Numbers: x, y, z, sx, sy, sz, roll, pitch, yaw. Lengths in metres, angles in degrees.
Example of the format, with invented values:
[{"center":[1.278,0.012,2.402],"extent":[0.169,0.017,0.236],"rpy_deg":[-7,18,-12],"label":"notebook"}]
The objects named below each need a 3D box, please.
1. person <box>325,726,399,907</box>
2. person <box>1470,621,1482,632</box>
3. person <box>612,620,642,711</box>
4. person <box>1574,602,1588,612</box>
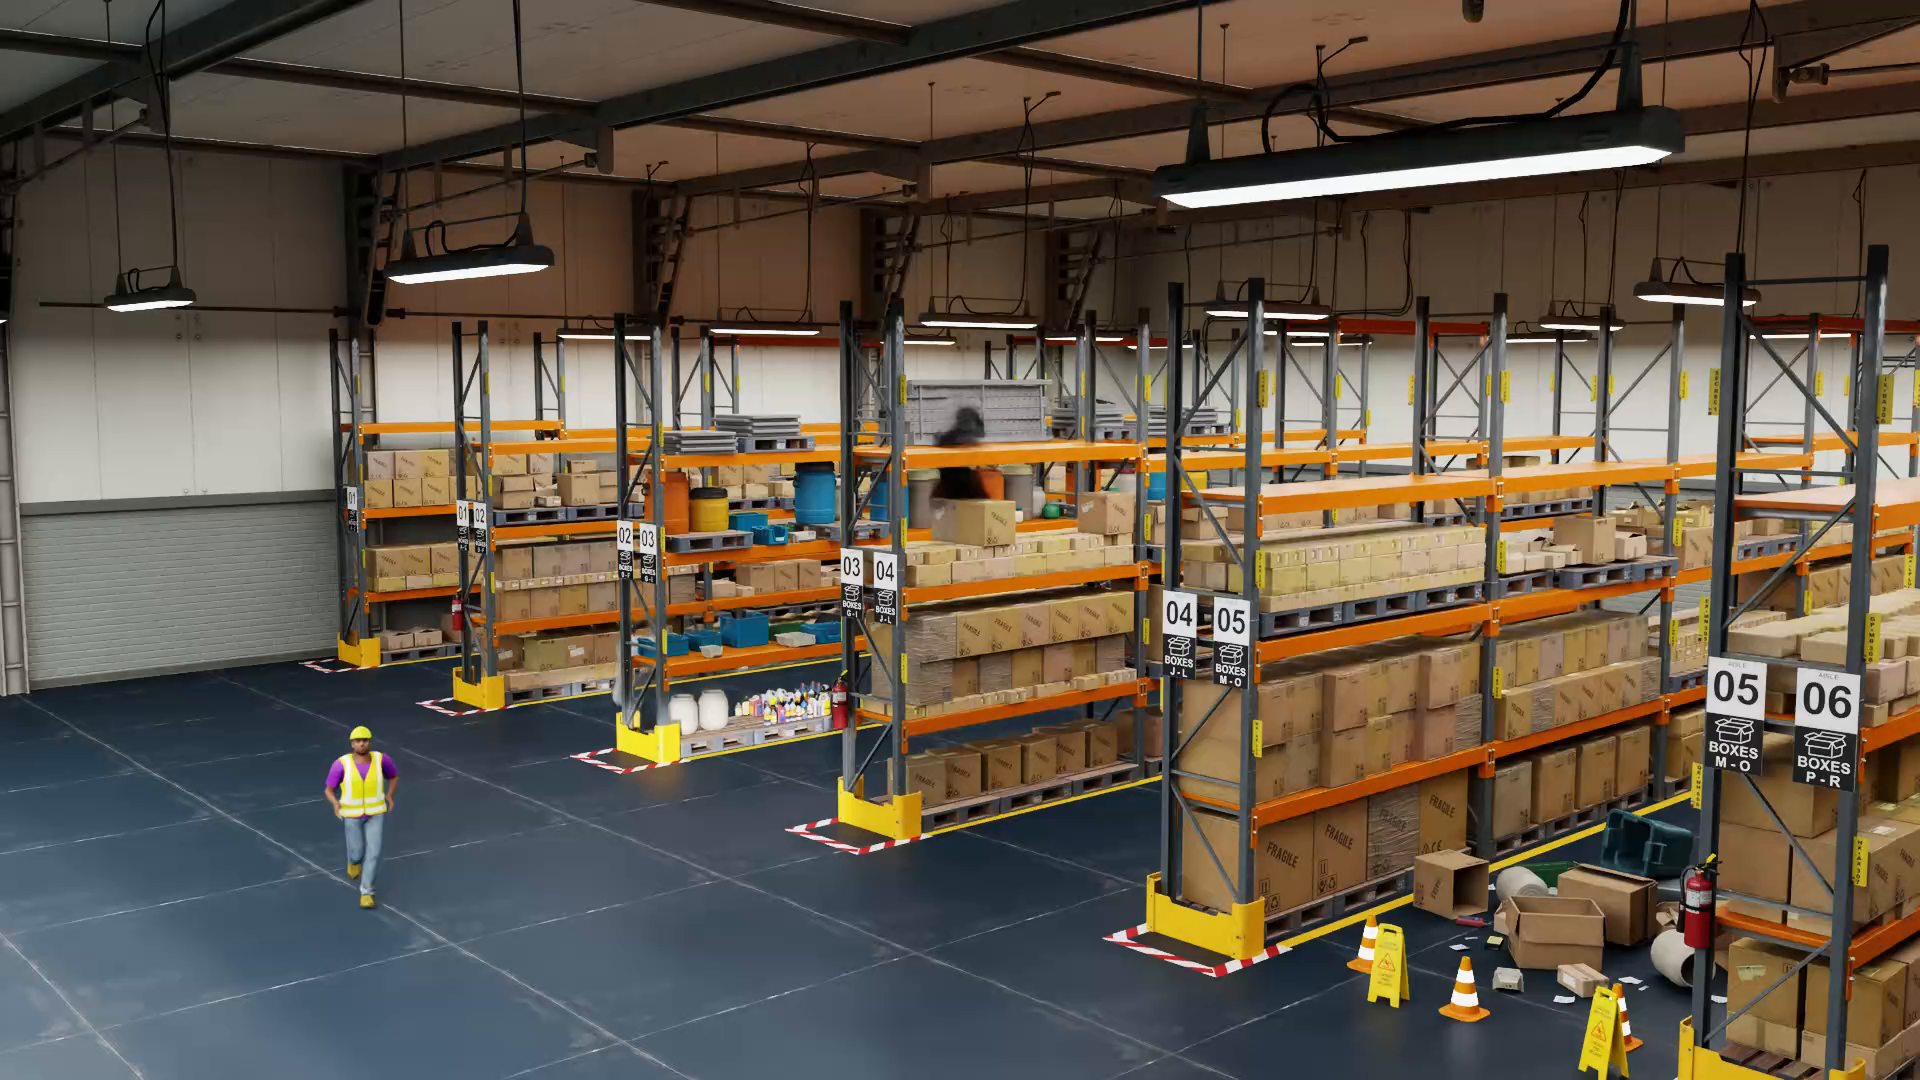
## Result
[{"center":[-5.864,2.691,16.376],"extent":[0.700,1.739,0.801],"rpy_deg":[-3,6,-24],"label":"person"},{"center":[7.508,1.973,24.294],"extent":[0.583,1.591,0.573],"rpy_deg":[-5,8,-42],"label":"person"},{"center":[-4.818,1.949,24.309],"extent":[0.633,1.661,0.521],"rpy_deg":[5,7,39],"label":"person"},{"center":[9.750,1.760,26.196],"extent":[0.879,1.596,0.532],"rpy_deg":[-6,8,-44],"label":"person"}]
